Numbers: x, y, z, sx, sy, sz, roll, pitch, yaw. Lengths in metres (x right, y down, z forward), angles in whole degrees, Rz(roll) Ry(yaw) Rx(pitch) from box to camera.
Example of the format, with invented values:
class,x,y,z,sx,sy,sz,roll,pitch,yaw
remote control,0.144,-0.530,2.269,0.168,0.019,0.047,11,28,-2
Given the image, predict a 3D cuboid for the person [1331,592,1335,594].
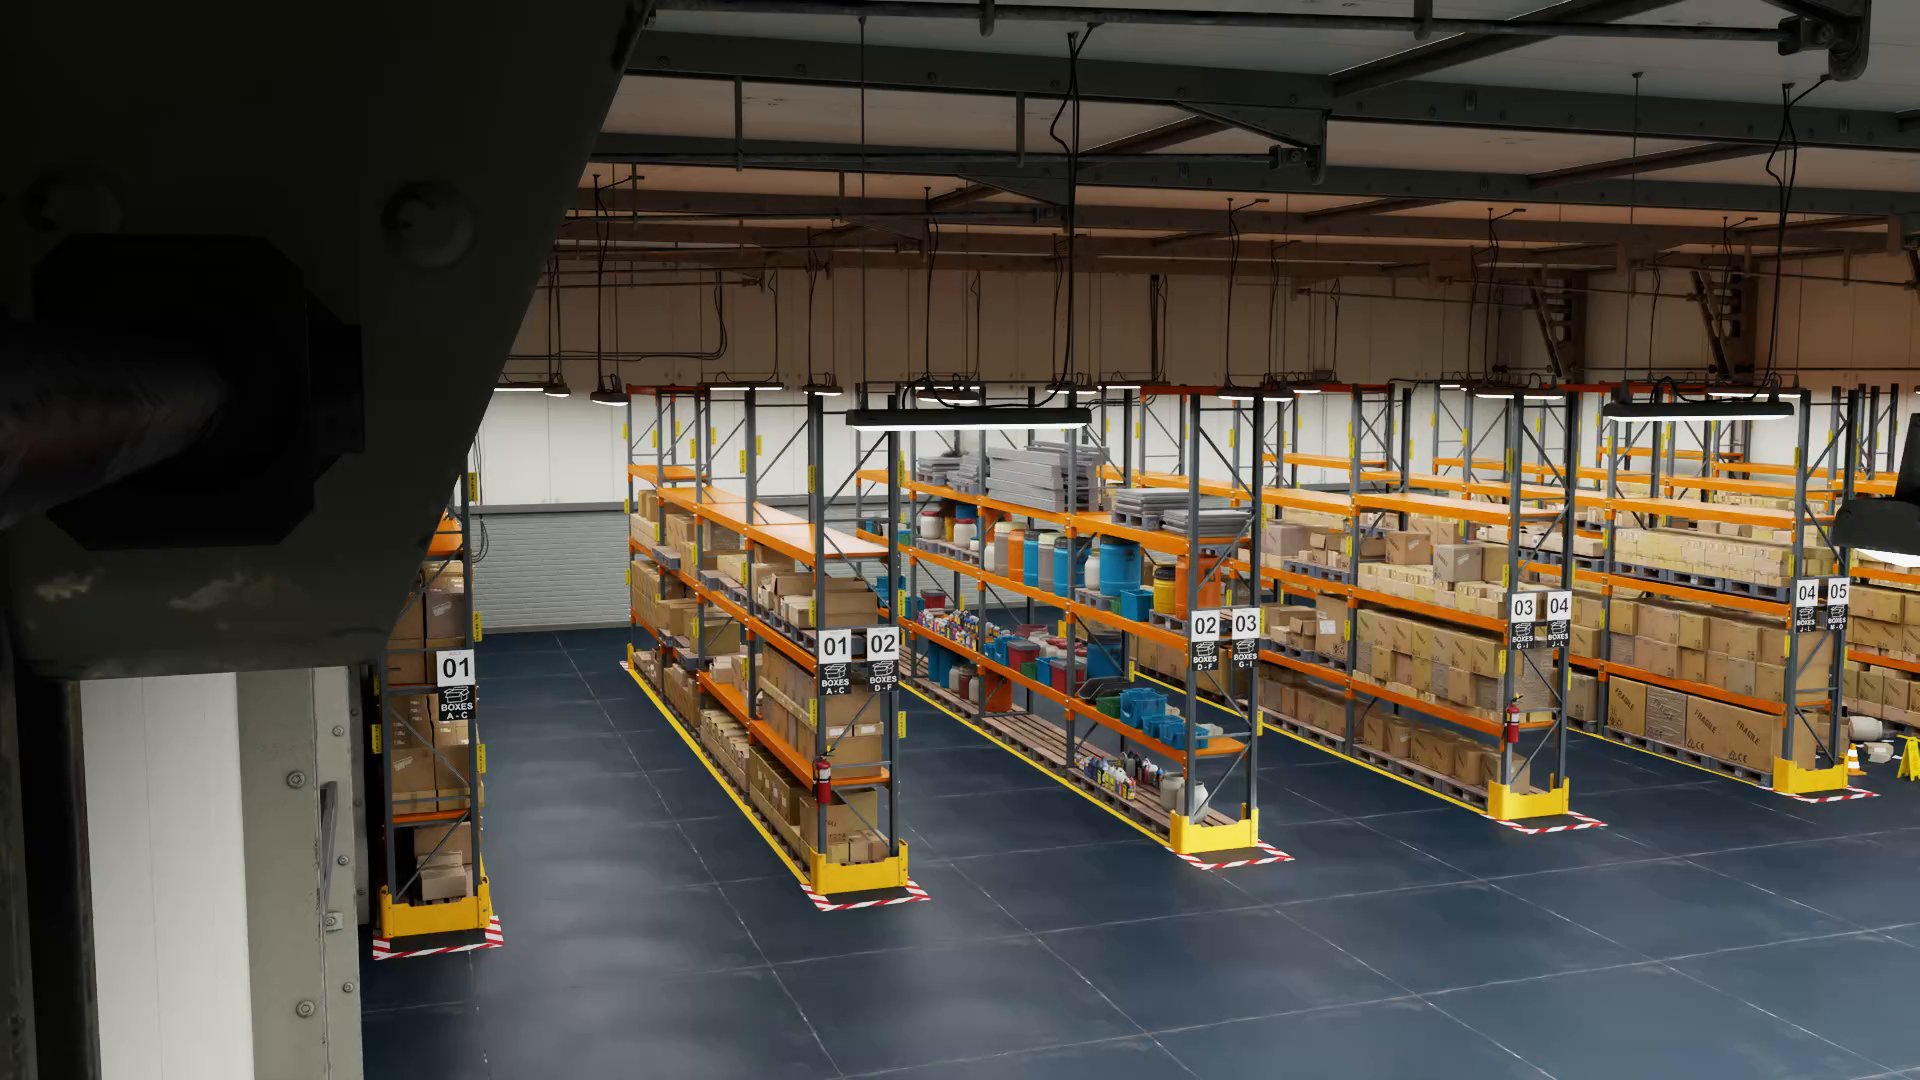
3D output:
class,x,y,z,sx,sy,sz,roll,pitch,yaw
person,7.769,1.899,34.552,0.681,1.761,0.633,-2,6,-21
